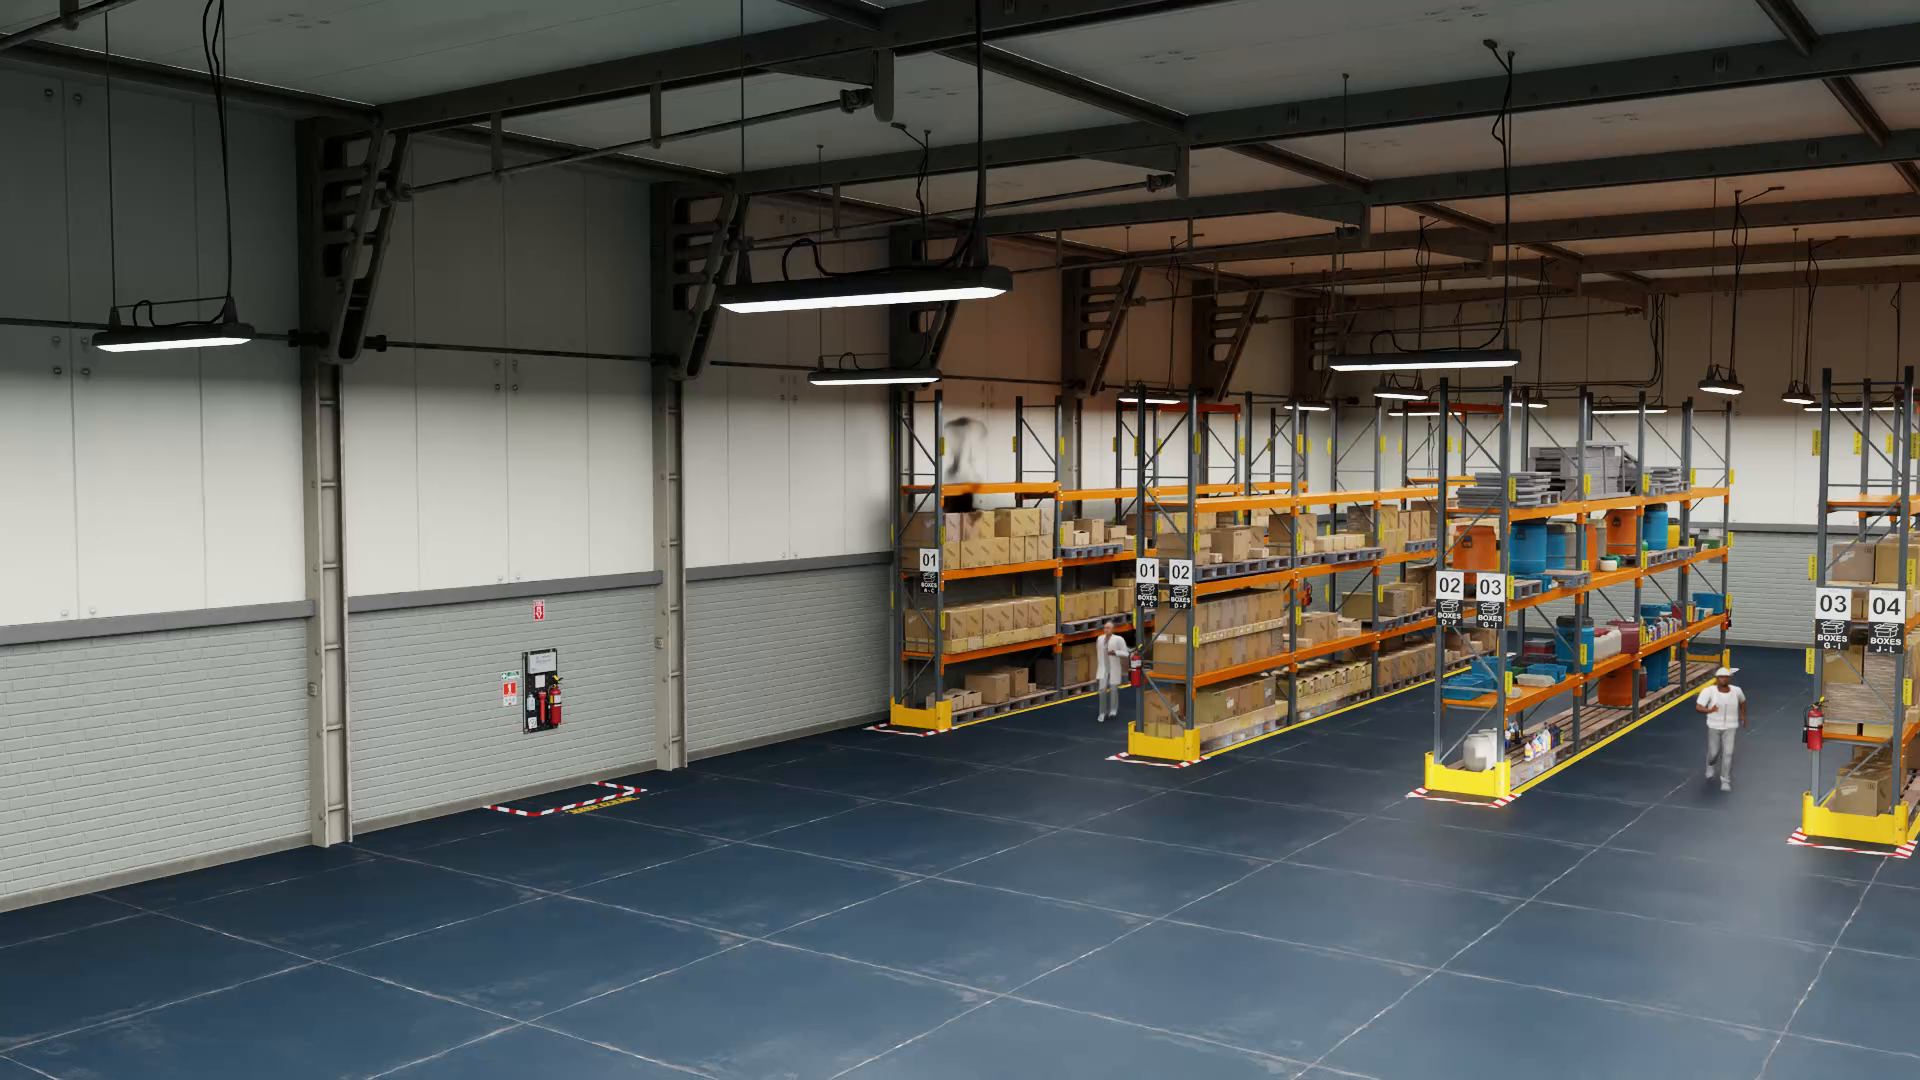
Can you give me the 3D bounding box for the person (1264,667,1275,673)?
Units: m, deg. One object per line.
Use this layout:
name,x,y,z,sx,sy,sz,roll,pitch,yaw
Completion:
person,6.498,2.206,35.026,0.594,1.747,0.830,2,4,34

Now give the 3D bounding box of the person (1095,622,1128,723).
person,2.758,2.421,30.386,0.666,1.857,0.849,1,3,21

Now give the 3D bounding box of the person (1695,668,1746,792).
person,11.129,2.731,24.312,0.721,1.751,0.926,1,3,15
